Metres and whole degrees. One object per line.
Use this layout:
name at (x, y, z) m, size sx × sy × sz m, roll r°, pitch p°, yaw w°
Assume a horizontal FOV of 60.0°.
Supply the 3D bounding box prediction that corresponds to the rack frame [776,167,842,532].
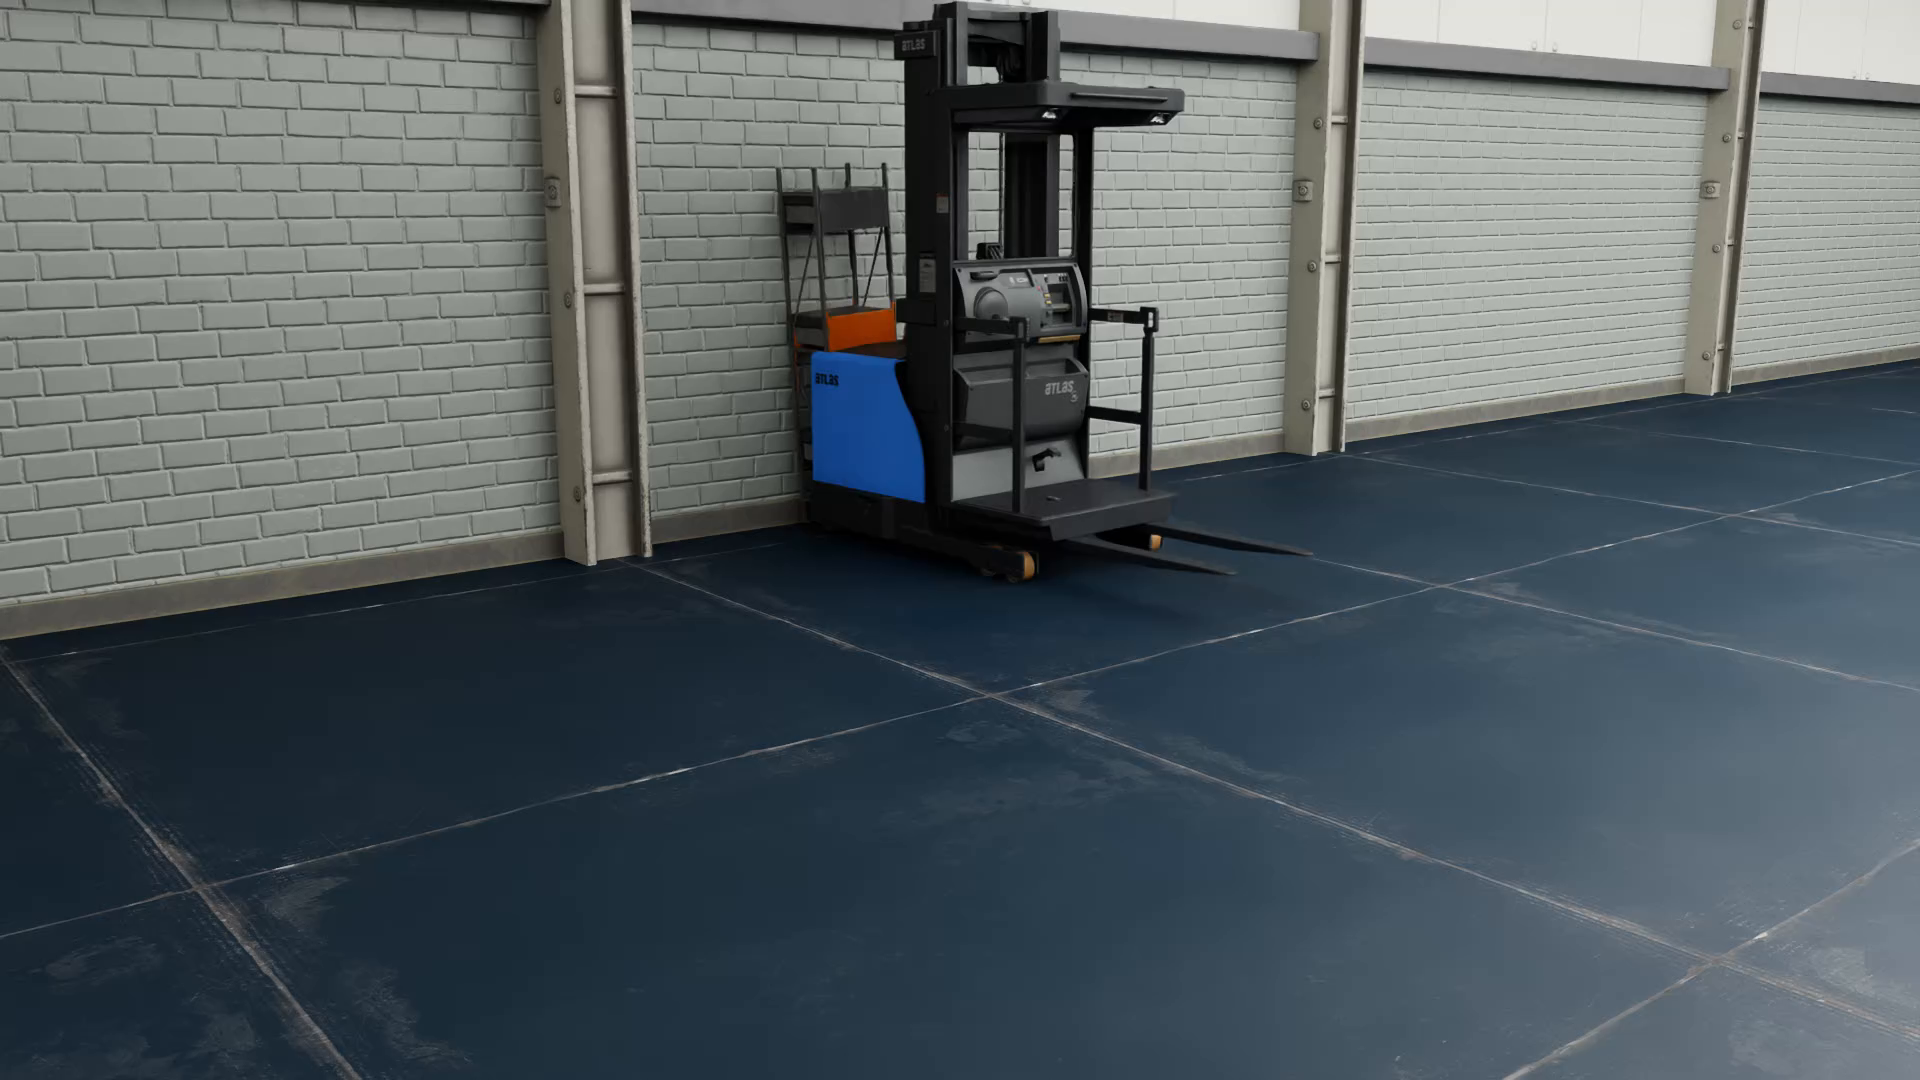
rack frame at (-0.880, -1.099, 9.705) m, size 0.015 × 2.100 × 0.400 m, roll -14°, pitch 18°, yaw -37°

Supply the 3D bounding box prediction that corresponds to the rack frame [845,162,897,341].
rack frame at (-0.502, -1.193, 9.999) m, size 0.015 × 2.100 × 0.400 m, roll -14°, pitch 18°, yaw -37°

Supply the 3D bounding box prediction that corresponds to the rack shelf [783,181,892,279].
rack shelf at (-0.725, -1.810, 9.682) m, size 0.480 × 0.518 × 0.431 m, roll -14°, pitch 18°, yaw -37°

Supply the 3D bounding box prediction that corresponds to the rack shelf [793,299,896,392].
rack shelf at (-0.690, -1.133, 9.855) m, size 0.480 × 0.518 × 0.431 m, roll -14°, pitch 18°, yaw -37°

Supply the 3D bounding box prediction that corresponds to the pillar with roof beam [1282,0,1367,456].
pillar with roof beam at (5.423, -4.393, 8.654) m, size 0.400 × 9.000 × 9.100 m, roll -9°, pitch 15°, yaw -38°

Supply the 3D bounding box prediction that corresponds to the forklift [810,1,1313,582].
forklift at (0.482, -1.333, 8.851) m, size 1.130 × 2.935 × 3.031 m, roll -11°, pitch 16°, yaw -42°

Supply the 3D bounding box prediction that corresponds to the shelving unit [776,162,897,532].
shelving unit at (-0.691, -1.146, 9.852) m, size 0.503 × 2.100 × 0.431 m, roll -14°, pitch 18°, yaw -37°

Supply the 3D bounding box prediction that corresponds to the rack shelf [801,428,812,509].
rack shelf at (-0.656, -0.456, 10.028) m, size 0.480 × 0.518 × 0.431 m, roll -14°, pitch 18°, yaw -37°
